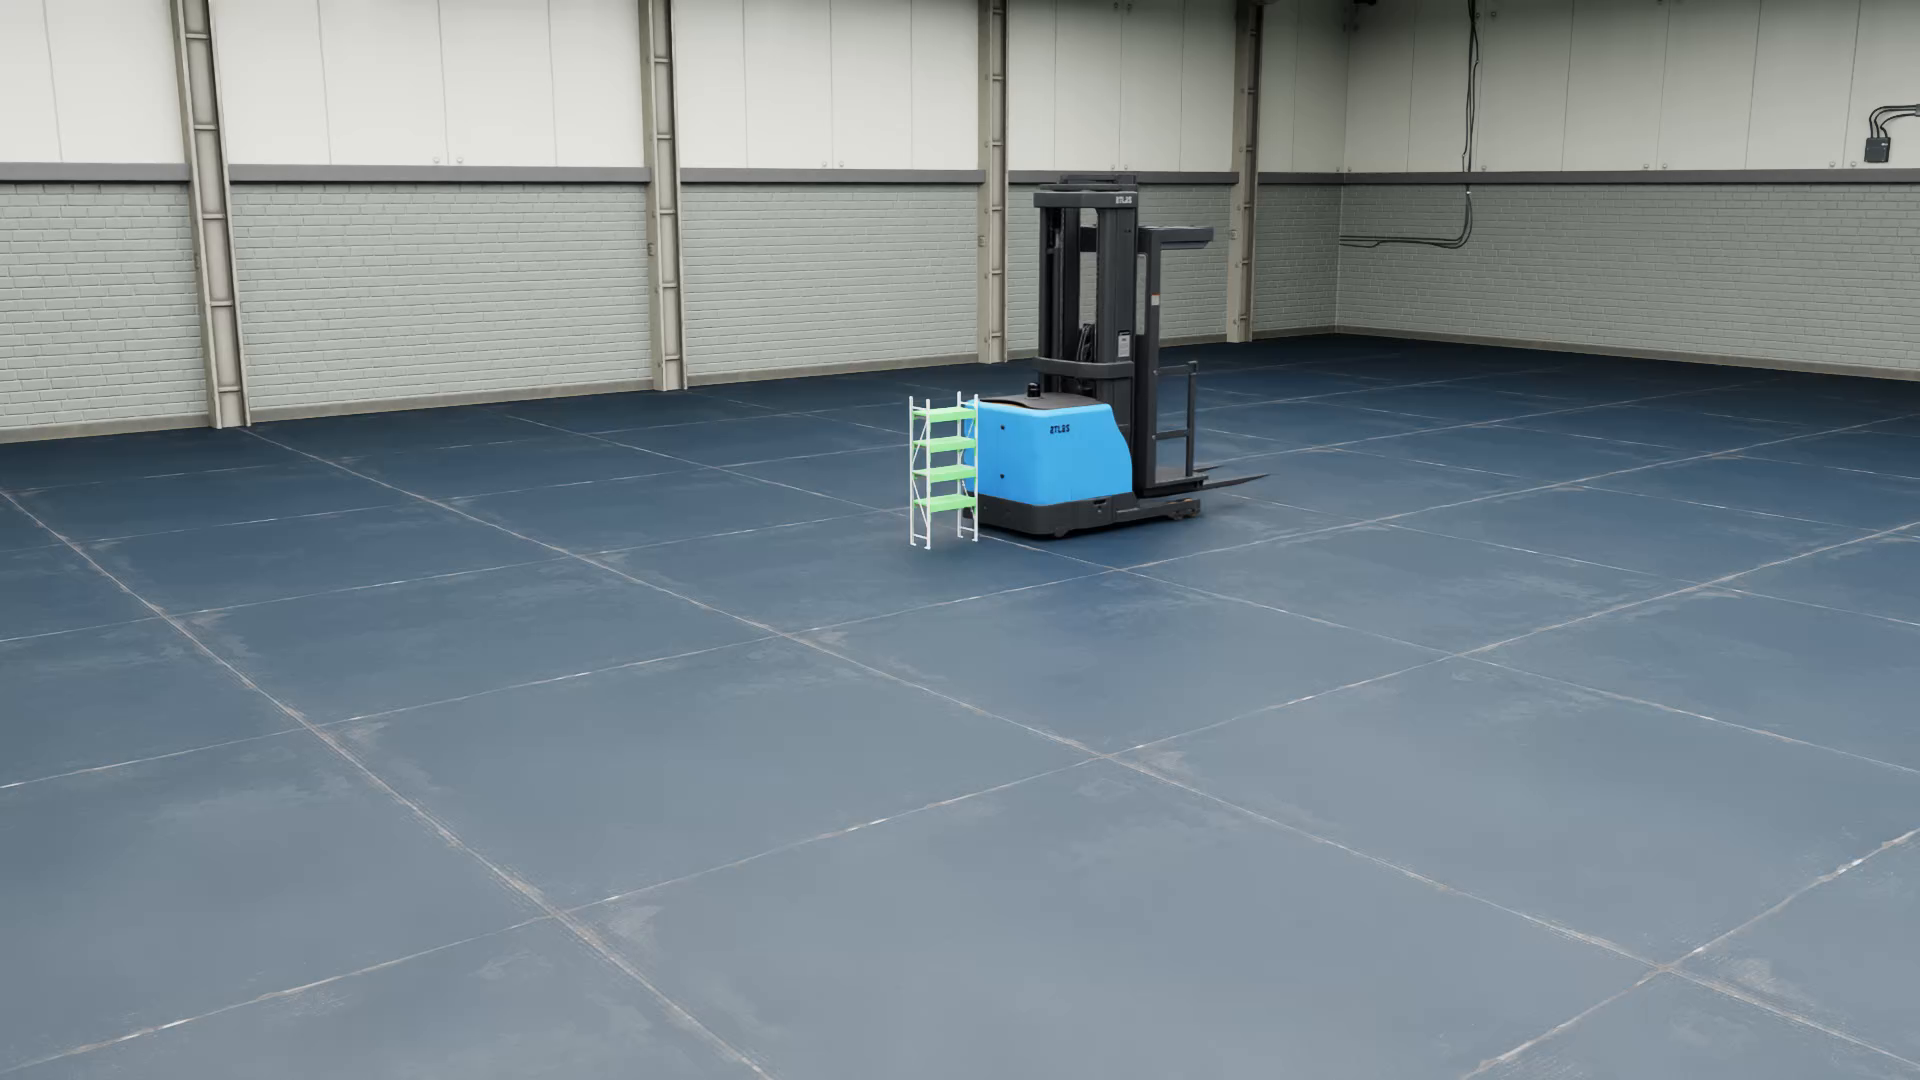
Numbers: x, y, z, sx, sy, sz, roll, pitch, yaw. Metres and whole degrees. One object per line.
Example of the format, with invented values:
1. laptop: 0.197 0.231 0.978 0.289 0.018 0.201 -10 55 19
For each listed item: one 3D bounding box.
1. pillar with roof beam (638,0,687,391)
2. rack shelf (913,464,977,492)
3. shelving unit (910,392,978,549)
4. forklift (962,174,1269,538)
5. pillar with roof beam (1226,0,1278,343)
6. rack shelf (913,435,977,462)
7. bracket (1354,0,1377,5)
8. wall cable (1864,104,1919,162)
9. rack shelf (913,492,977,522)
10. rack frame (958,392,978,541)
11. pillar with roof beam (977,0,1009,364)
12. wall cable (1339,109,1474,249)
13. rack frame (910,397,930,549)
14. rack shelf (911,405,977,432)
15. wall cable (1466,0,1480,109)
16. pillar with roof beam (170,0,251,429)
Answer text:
1. pillar with roof beam: -1.462 -5.865 19.586 0.400 9.000 9.100 -9 15 -38
2. rack shelf: -0.129 -0.503 13.416 0.480 0.148 0.258 -9 15 -38
3. shelving unit: -0.129 -0.565 13.403 0.503 1.200 0.258 -9 15 -38
4. forklift: 1.482 -1.680 14.483 3.031 2.935 1.130 -10 15 -38
5. pillar with roof beam: 7.908 -7.422 26.919 0.548 9.000 9.100 -9 15 -38
6. rack shelf: -0.129 -0.738 13.366 0.480 0.148 0.258 -9 15 -38
7. bracket: 7.616 -10.185 31.264 0.430 0.232 0.235 -9 15 -38
8. wall cable: 14.264 -8.410 23.383 0.169 6.003 2.305 -9 15 -38
9. rack shelf: -0.129 -0.268 13.466 0.480 0.148 0.258 -9 15 -38
10. rack frame: 0.061 -0.597 13.552 0.015 1.200 0.240 -9 15 -38
11. pillar with roof beam: 3.223 -6.644 23.253 0.400 9.000 9.100 -9 15 -38
12. wall cable: 8.346 -6.770 31.320 0.112 2.526 3.097 -9 15 -38
13. rack frame: -0.320 -0.534 13.254 0.015 1.200 0.240 -9 15 -38
14. rack shelf: -0.129 -0.972 13.317 0.480 0.148 0.258 -9 15 -38
15. wall cable: 10.036 -8.801 28.729 0.112 2.526 3.097 -9 15 -38
16. pillar with roof beam: -6.147 -5.087 15.920 0.400 9.000 9.100 -9 15 -38
